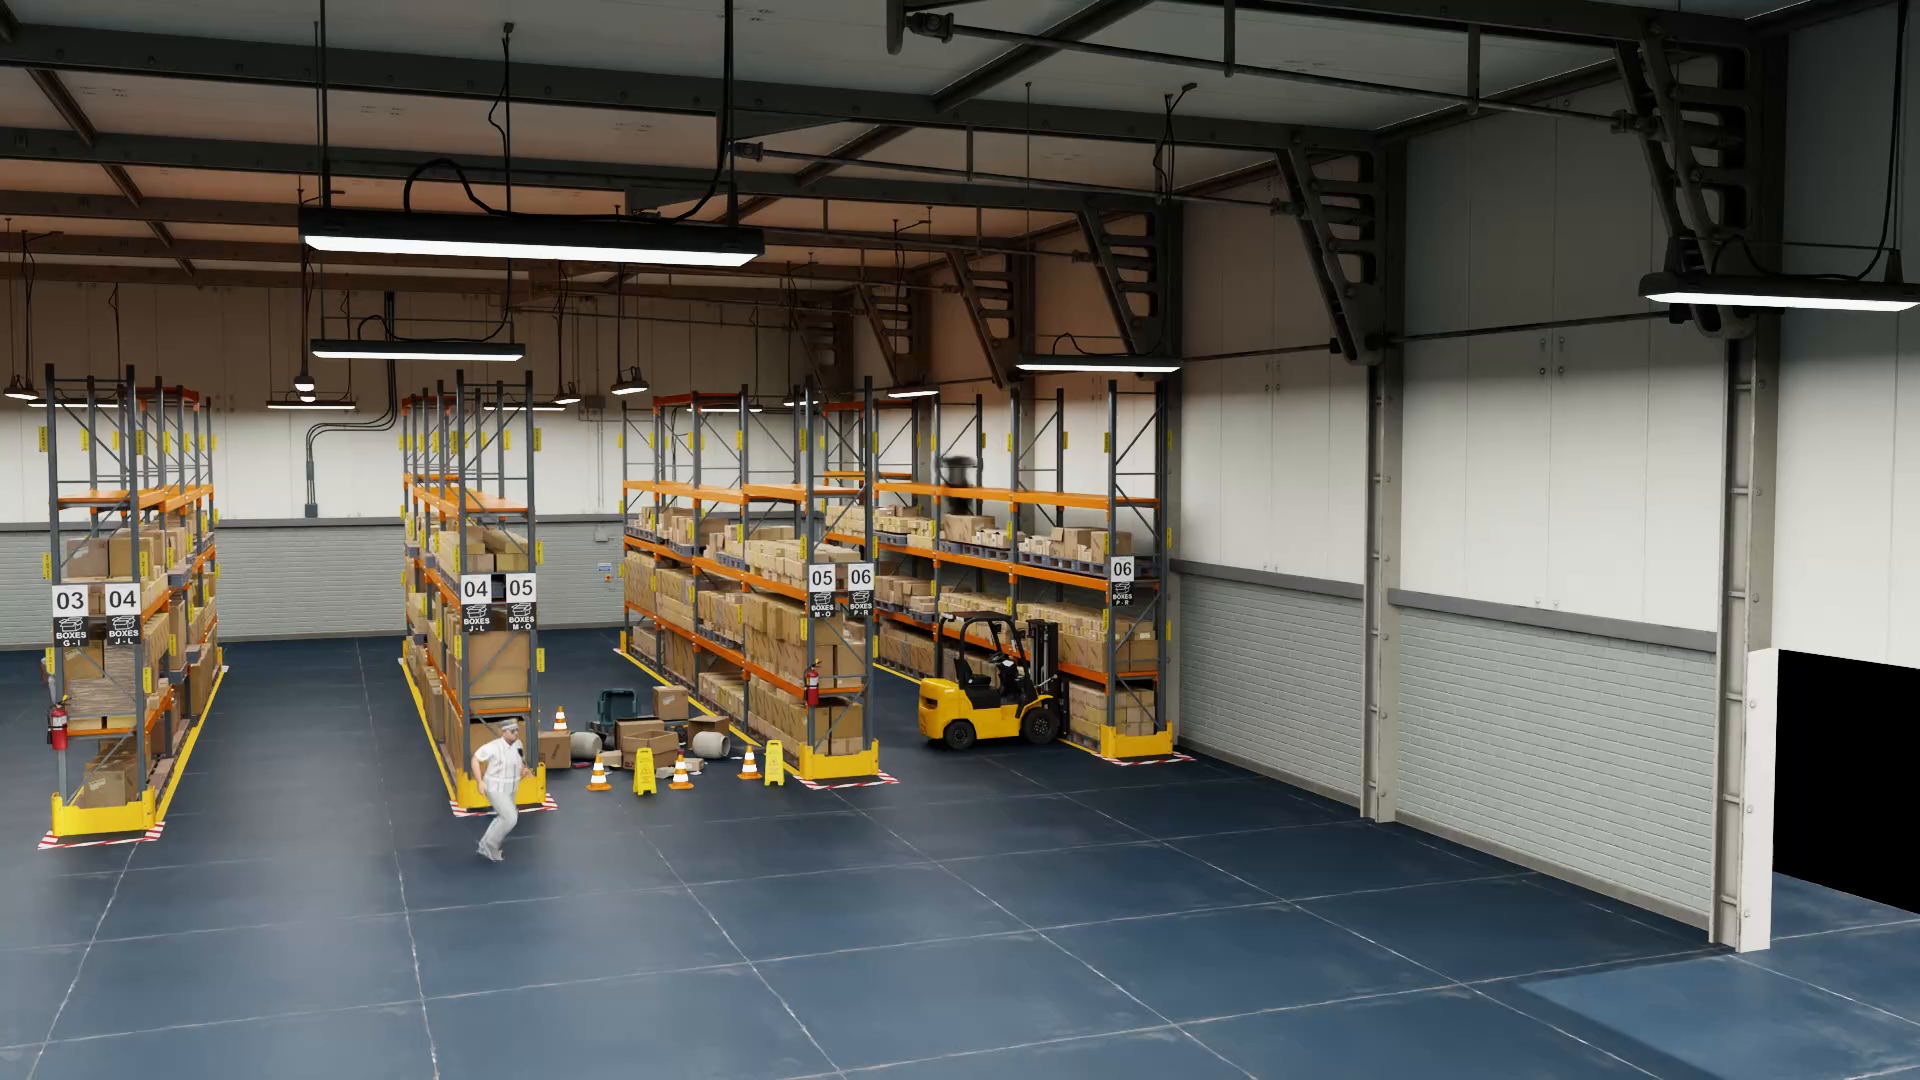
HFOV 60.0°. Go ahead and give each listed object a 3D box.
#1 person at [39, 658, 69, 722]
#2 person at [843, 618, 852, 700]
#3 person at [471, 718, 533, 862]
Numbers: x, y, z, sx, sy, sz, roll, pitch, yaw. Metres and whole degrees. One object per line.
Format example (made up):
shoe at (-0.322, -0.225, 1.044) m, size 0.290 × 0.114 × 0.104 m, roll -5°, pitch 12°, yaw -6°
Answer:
person at (-15.425, 2.577, 28.537) m, size 0.625 × 1.628 × 0.970 m, roll -2°, pitch 4°, yaw -25°
person at (-2.335, 2.274, 31.623) m, size 0.677 × 1.748 × 0.905 m, roll -2°, pitch 4°, yaw -24°
person at (-5.455, 2.995, 19.868) m, size 0.793 × 1.760 × 0.652 m, roll 2°, pitch 4°, yaw 25°
